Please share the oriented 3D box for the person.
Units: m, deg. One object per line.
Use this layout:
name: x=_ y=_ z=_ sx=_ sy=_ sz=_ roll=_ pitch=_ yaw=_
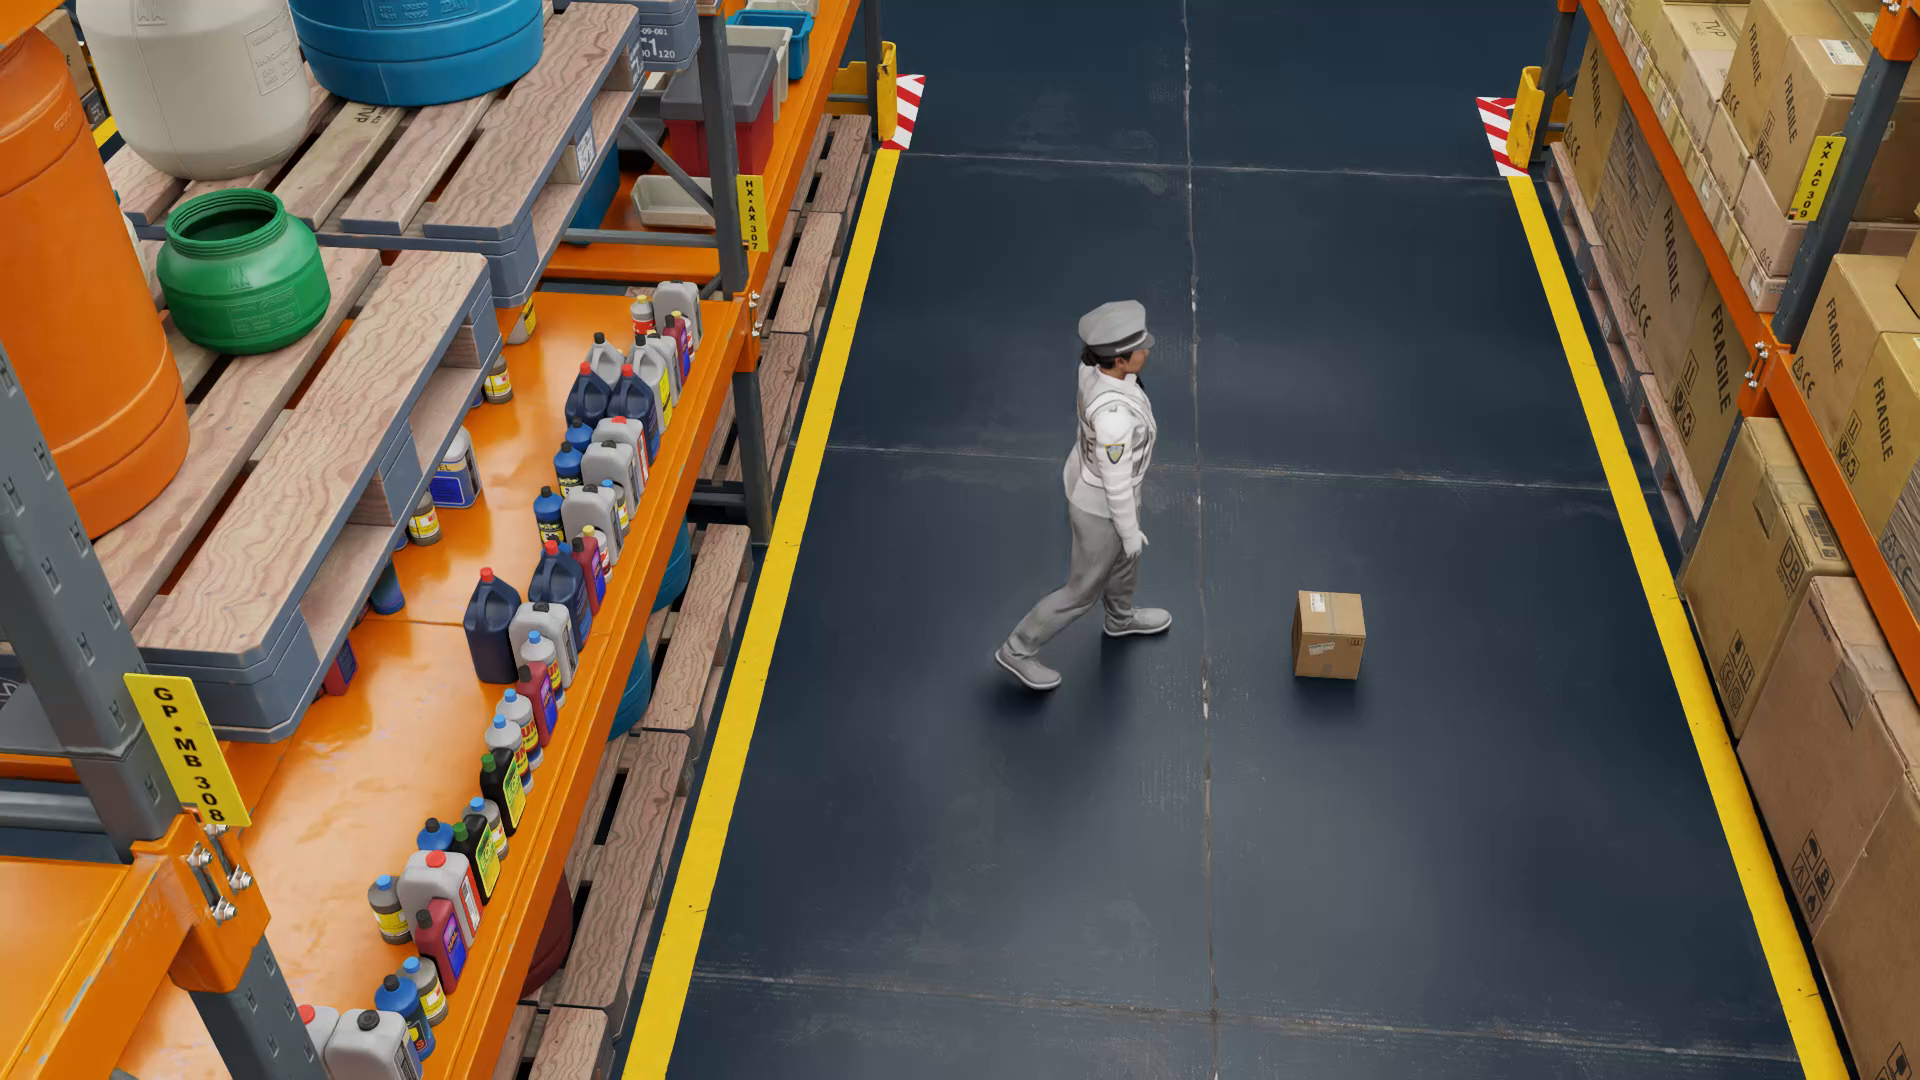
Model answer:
person: x=0.514 y=-0.164 z=6.336 sx=0.762 sy=1.665 sz=0.502 roll=-2 pitch=40 yaw=-2
